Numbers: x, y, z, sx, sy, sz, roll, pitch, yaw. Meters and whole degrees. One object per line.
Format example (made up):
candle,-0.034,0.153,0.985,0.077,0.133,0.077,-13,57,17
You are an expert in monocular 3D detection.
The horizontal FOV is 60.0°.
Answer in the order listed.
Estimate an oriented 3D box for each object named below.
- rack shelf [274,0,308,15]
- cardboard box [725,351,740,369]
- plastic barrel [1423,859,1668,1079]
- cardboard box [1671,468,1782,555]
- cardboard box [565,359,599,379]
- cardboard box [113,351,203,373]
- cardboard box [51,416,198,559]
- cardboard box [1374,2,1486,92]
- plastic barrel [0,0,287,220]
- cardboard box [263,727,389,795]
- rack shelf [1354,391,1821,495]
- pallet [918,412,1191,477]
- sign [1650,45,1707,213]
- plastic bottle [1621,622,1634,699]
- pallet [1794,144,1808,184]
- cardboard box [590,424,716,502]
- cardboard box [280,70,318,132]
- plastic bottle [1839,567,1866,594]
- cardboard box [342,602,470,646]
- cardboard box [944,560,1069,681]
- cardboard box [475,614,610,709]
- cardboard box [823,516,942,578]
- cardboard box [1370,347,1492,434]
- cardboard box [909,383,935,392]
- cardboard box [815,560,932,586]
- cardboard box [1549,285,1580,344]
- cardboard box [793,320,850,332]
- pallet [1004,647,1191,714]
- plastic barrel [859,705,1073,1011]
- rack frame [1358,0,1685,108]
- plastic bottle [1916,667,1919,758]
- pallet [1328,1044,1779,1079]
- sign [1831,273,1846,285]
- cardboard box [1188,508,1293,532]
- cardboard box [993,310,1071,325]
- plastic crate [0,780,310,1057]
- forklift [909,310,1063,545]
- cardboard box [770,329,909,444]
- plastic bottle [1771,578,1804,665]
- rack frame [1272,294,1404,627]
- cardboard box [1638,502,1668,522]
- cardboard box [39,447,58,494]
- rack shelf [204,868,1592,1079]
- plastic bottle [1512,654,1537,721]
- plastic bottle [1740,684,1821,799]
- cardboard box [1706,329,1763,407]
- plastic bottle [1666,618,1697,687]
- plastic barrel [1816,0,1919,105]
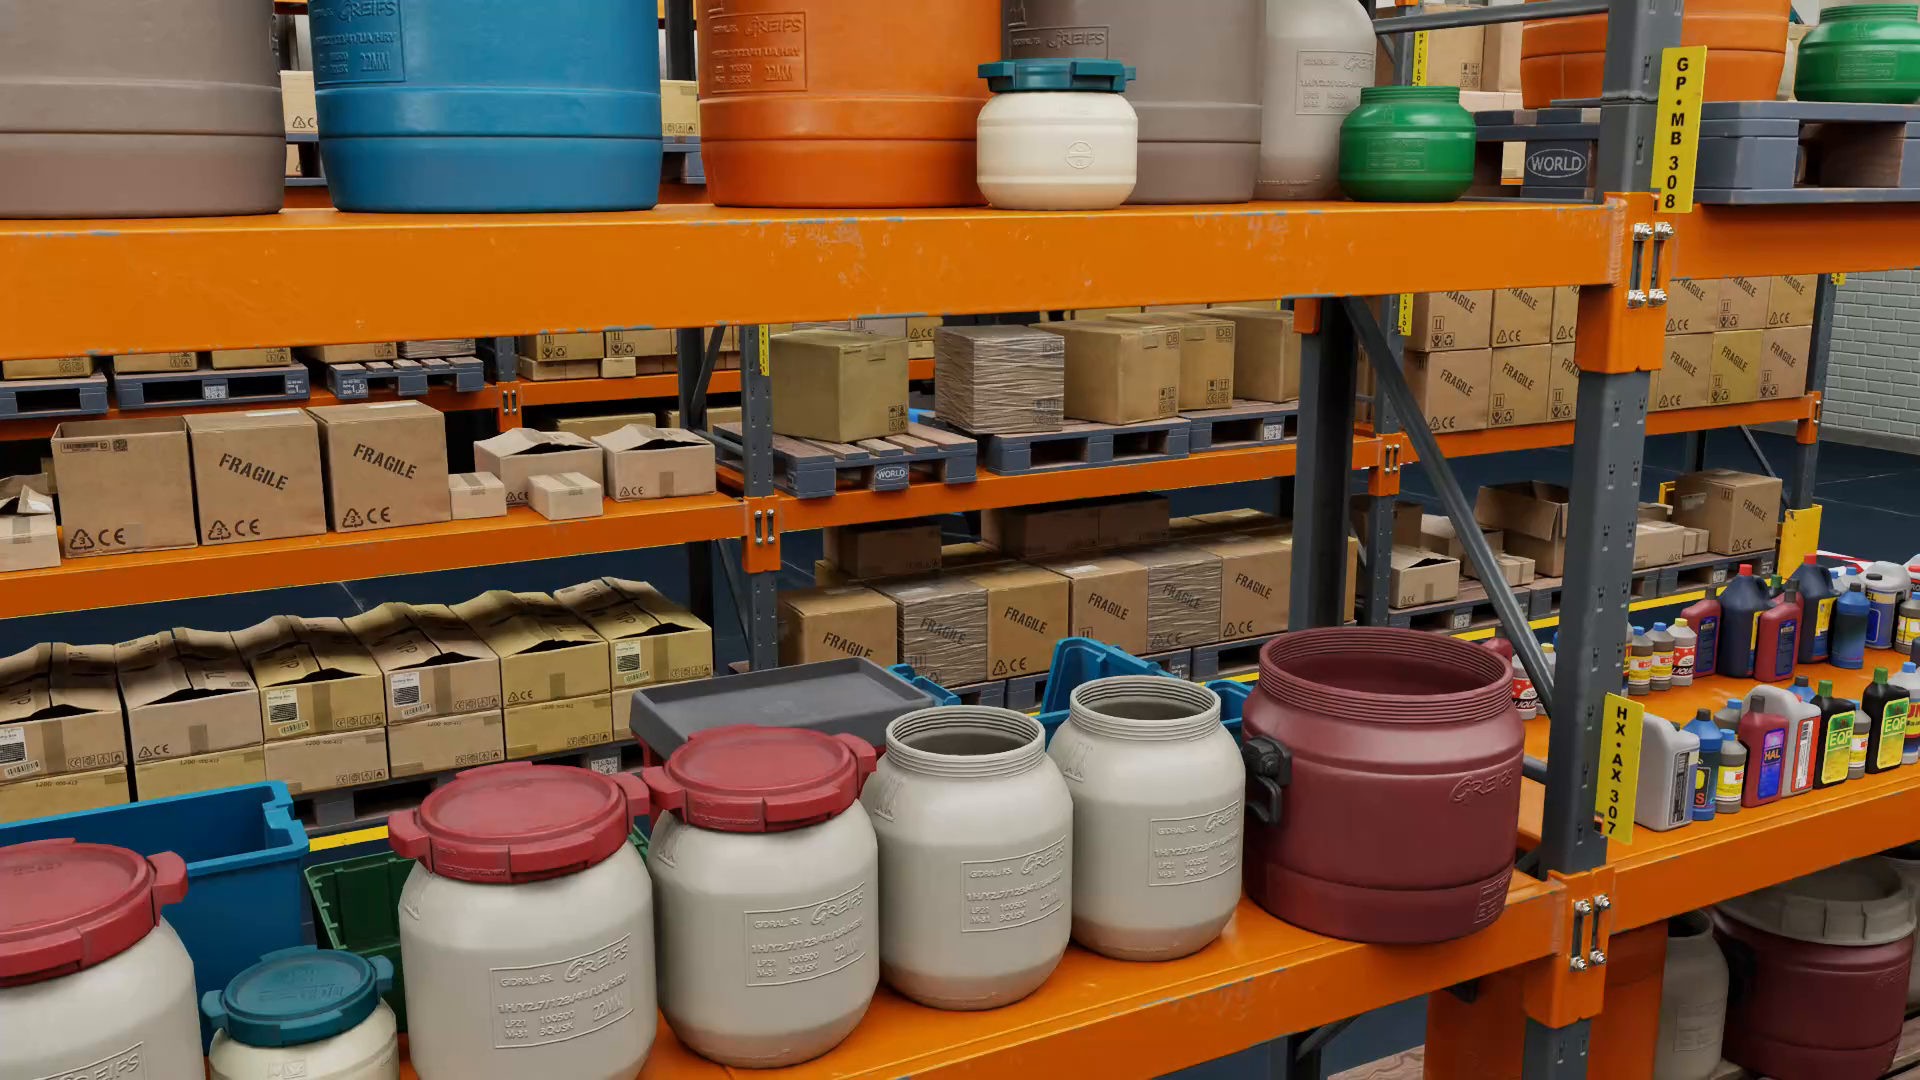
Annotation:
rack shelf,-5.321,-3.601,11.163,4.000,0.370,1.077,-7,14,-28
cardboard box,-1.825,-1.471,13.341,0.250,0.149,0.380,-7,14,-28
plastic barrel,1.602,1.278,4.585,0.708,0.830,0.600,-7,14,-28
cardboard box,5.474,-0.208,11.894,0.500,0.500,0.500,-7,14,-28
cardboard box,-2.941,-1.332,12.725,0.250,0.149,0.380,-7,14,-27
cardboard box,-5.557,-1.453,11.503,0.500,0.500,0.700,-5,14,-20
cardboard box,-3.556,-0.237,7.104,0.500,0.500,0.500,-6,14,-24
cardboard box,2.730,-2.955,10.073,0.500,0.500,0.700,-7,14,-28
plastic barrel,-1.414,-0.972,2.625,0.600,0.901,0.600,0,13,0
cardboard box,-2.878,0.925,7.475,0.500,0.250,0.500,-7,14,-27
rack shelf,4.077,-0.756,11.277,4.000,0.370,1.077,-7,14,-28
pallet,0.516,-0.588,9.327,1.213,0.211,1.003,-7,14,-28
sign,1.451,-0.828,3.364,0.005,0.325,0.100,-7,14,-28
plastic bottle,1.986,0.343,5.046,0.097,0.271,0.097,0,13,0
pallet,3.057,-1.092,4.728,1.213,0.211,1.003,-7,14,-28
cardboard box,-1.529,-0.403,8.270,0.500,0.311,0.500,-6,14,-24
cardboard box,-2.993,-1.840,7.006,0.500,0.250,0.500,-8,15,-33
plastic bottle,2.972,0.225,5.572,0.097,0.271,0.097,0,13,0
cardboard box,-2.695,0.495,8.105,0.500,0.311,0.500,-7,15,-29
cardboard box,0.247,0.428,9.067,0.500,0.500,0.500,-7,14,-29
cardboard box,-1.984,0.545,7.883,0.500,0.311,0.500,-7,14,-29
cardboard box,-0.433,0.012,9.205,0.500,0.250,0.500,-6,14,-26
cardboard box,2.900,-0.947,10.257,0.500,0.500,0.500,-6,14,-26
cardboard box,-0.563,-0.914,14.278,0.750,0.750,0.750,-7,14,-27
cardboard box,-0.481,0.385,9.258,0.500,0.500,0.500,-6,14,-26
cardboard box,3.774,-1.537,10.603,0.500,0.500,0.500,-7,15,-30
cardboard box,-1.227,-1.851,13.551,0.500,0.500,0.500,-7,14,-28
pallet,0.554,0.686,9.582,1.213,0.211,1.003,-7,14,-28
plastic barrel,0.011,0.618,3.277,0.421,0.512,0.421,0,13,0
rack frame,1.181,-2.448,3.491,0.127,3.000,1.000,-7,14,-28
plastic bottle,2.642,0.454,4.552,0.097,0.271,0.097,0,13,0
pallet,1.853,1.748,4.860,1.213,0.211,1.003,-7,14,-28
sign,6.081,-1.928,11.486,0.005,0.325,0.100,-7,14,-28
cardboard box,1.780,0.112,10.472,0.500,0.500,0.500,-8,15,-30
cardboard box,0.429,-2.051,14.710,0.700,0.700,0.980,-7,14,-27
plastic crate,-1.511,0.731,3.064,0.575,0.384,0.392,-7,14,-28
forklift,0.684,-1.352,12.440,3.031,2.935,1.130,8,15,31
cardboard box,-0.690,-0.818,8.727,0.700,0.500,0.500,11,17,41
plastic bottle,2.643,0.269,5.348,0.133,0.283,0.061,-7,14,-28
rack frame,2.322,-0.897,10.263,0.127,3.000,1.000,-7,14,-28
cardboard box,4.781,-0.136,12.141,0.500,0.250,0.500,-7,14,-28
cardboard box,-6.054,-0.498,11.474,0.500,0.250,0.500,-7,15,-29
rack shelf,-0.574,1.040,3.294,4.000,0.370,1.077,-7,14,-28
plastic bottle,1.644,0.418,4.872,0.097,0.201,0.097,0,13,0
plastic bottle,2.122,0.507,4.305,0.135,0.276,0.152,-7,14,-28
cardboard box,5.116,-1.212,11.434,0.500,0.500,0.500,-7,14,-27
plastic bottle,2.242,0.346,5.191,0.097,0.201,0.097,0,13,0
plastic barrel,2.665,-1.471,4.717,0.433,0.535,0.433,0,13,0
